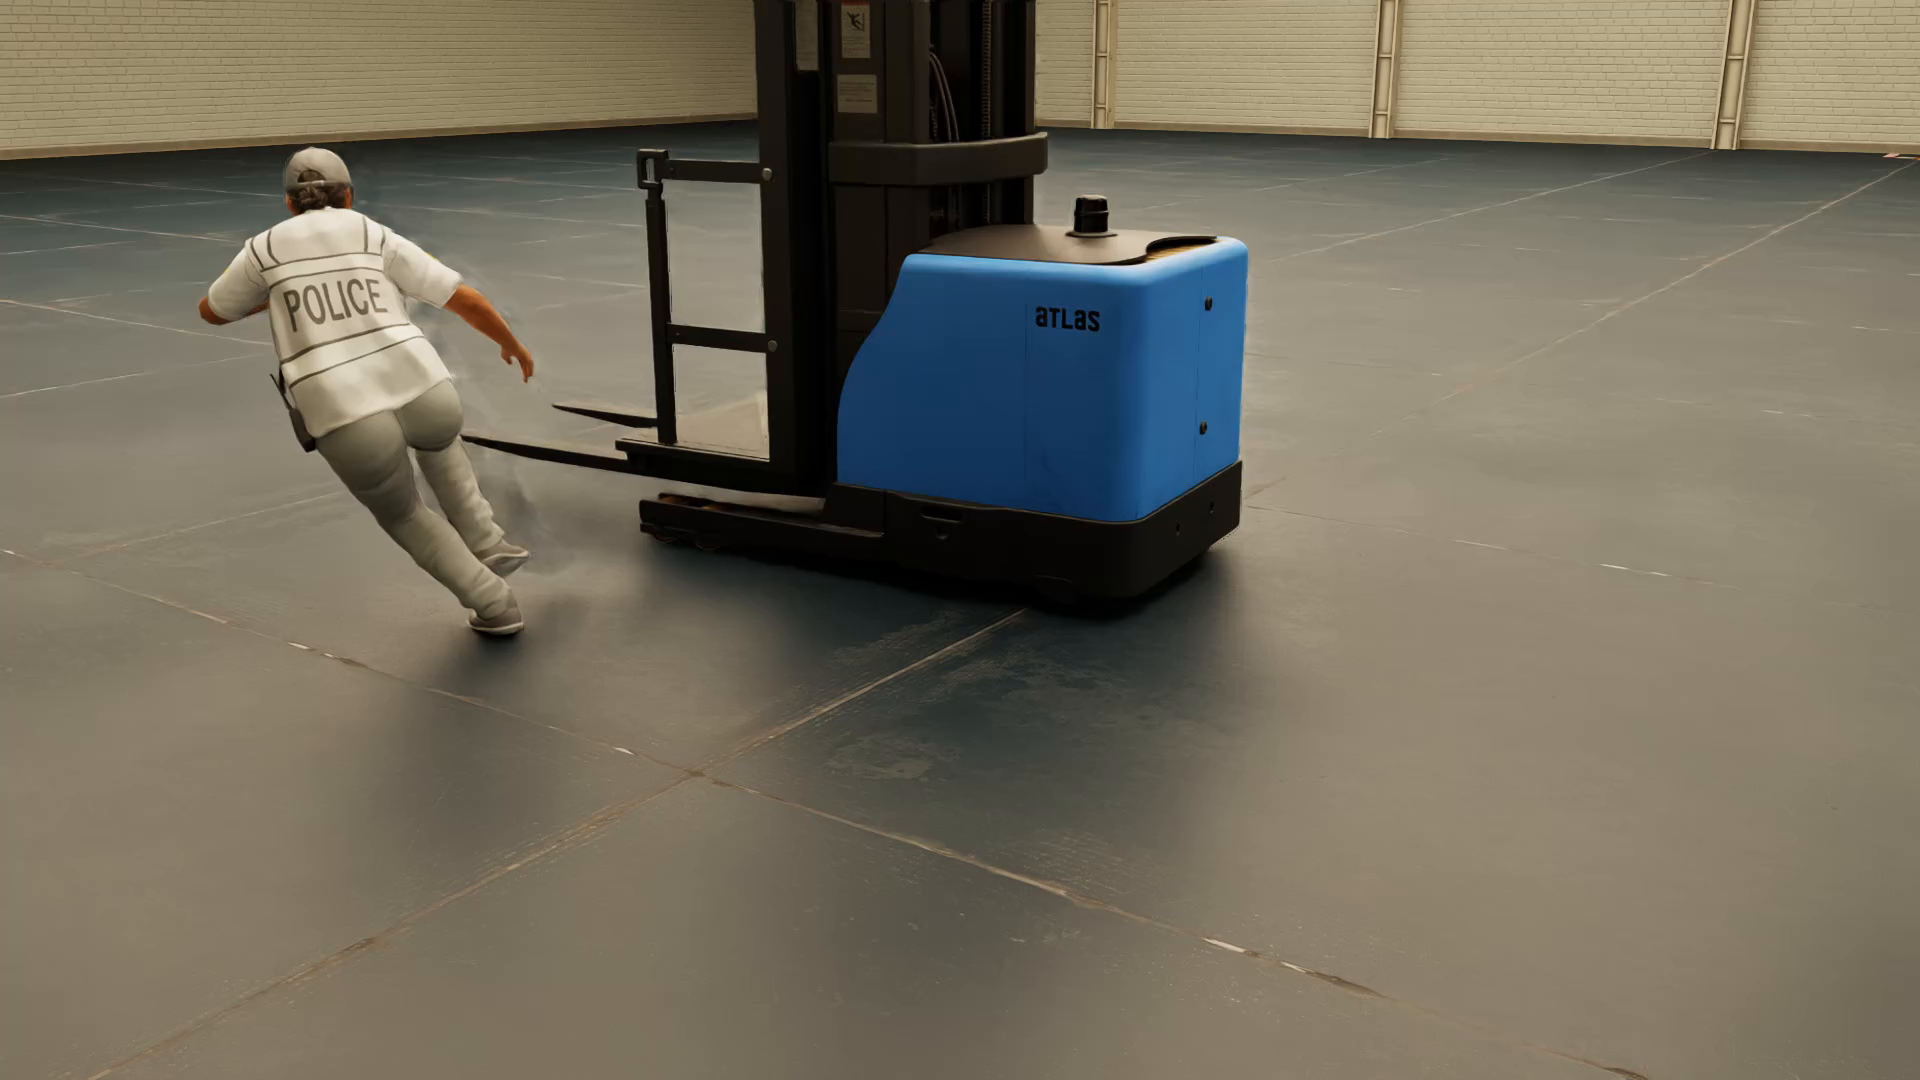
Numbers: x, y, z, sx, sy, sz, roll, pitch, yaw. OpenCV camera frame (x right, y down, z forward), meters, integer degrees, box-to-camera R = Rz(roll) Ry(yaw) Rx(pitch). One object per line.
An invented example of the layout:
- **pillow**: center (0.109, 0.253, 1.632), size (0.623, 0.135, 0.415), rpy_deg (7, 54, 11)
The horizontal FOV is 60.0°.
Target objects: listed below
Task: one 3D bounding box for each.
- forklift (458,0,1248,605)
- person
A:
- **forklift**: center (-0.553, -1.486, 5.803), size (3.031, 2.935, 1.130), rpy_deg (9, 19, 28)
- **person**: center (-1.702, -0.423, 4.919), size (0.900, 1.441, 0.875), rpy_deg (-10, 19, -29)
